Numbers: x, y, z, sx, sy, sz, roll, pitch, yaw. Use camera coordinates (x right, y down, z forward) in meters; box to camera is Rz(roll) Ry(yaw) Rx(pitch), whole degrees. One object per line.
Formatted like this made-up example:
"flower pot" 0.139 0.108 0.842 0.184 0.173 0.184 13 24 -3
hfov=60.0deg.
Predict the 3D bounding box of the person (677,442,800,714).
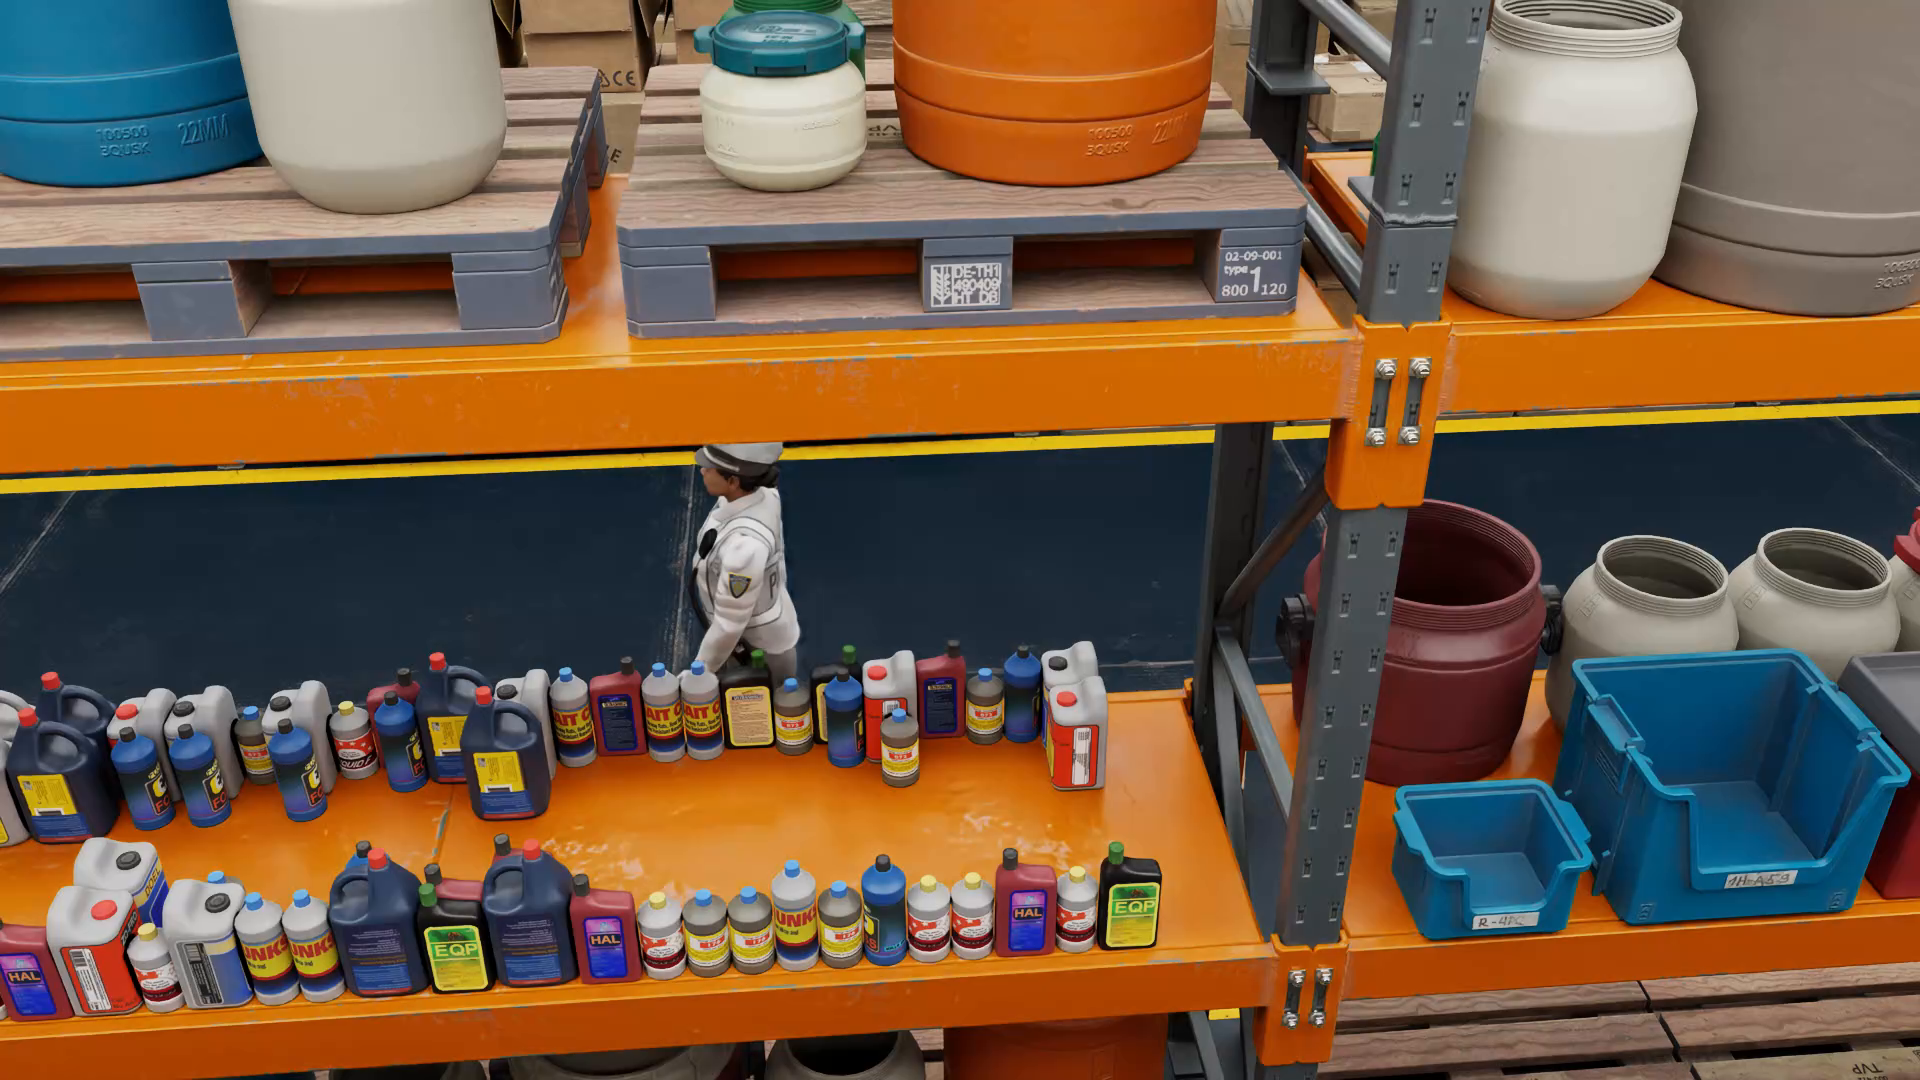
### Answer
"person" -0.735 0.373 5.518 0.686 1.732 0.498 -3 31 -5
